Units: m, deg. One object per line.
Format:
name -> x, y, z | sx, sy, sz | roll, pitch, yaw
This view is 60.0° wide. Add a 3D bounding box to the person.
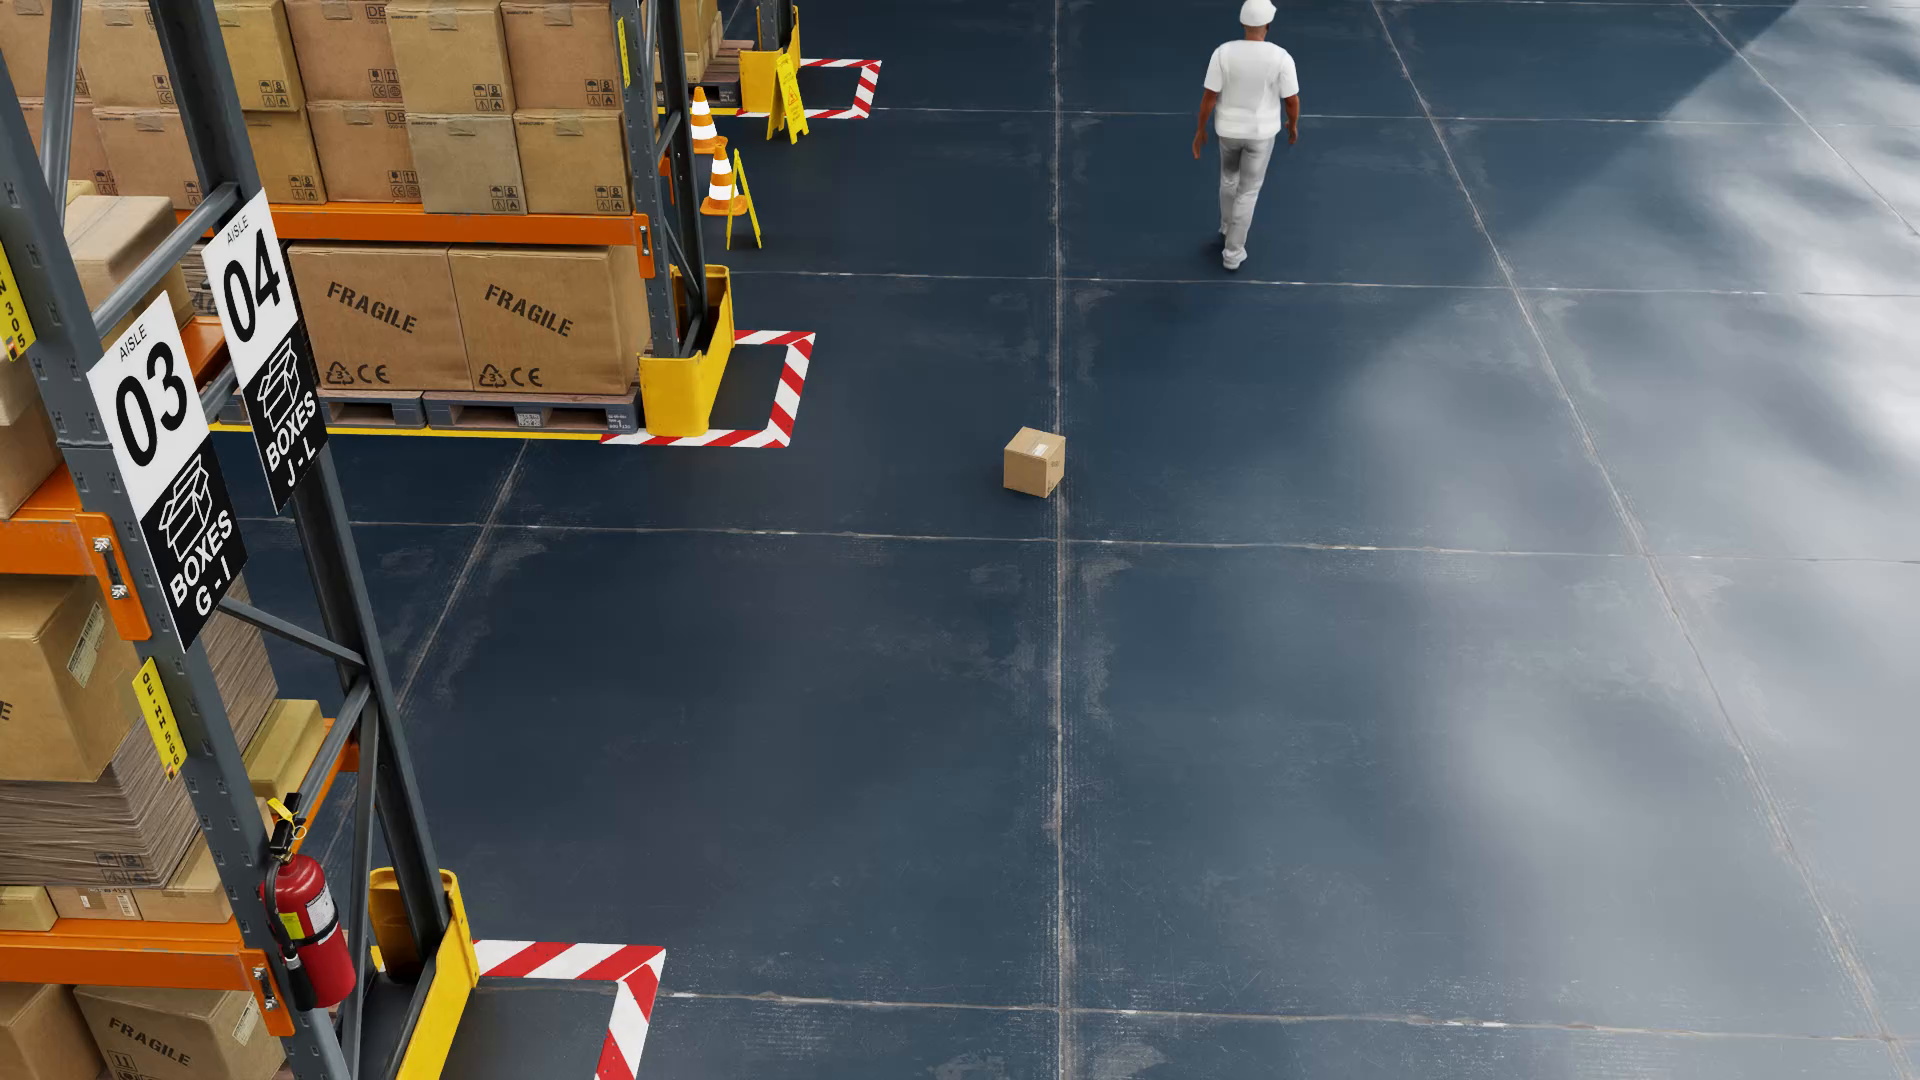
person -> 1.888, -2.676, 10.864 | 0.625, 1.803, 0.750 | 14, 38, 19
